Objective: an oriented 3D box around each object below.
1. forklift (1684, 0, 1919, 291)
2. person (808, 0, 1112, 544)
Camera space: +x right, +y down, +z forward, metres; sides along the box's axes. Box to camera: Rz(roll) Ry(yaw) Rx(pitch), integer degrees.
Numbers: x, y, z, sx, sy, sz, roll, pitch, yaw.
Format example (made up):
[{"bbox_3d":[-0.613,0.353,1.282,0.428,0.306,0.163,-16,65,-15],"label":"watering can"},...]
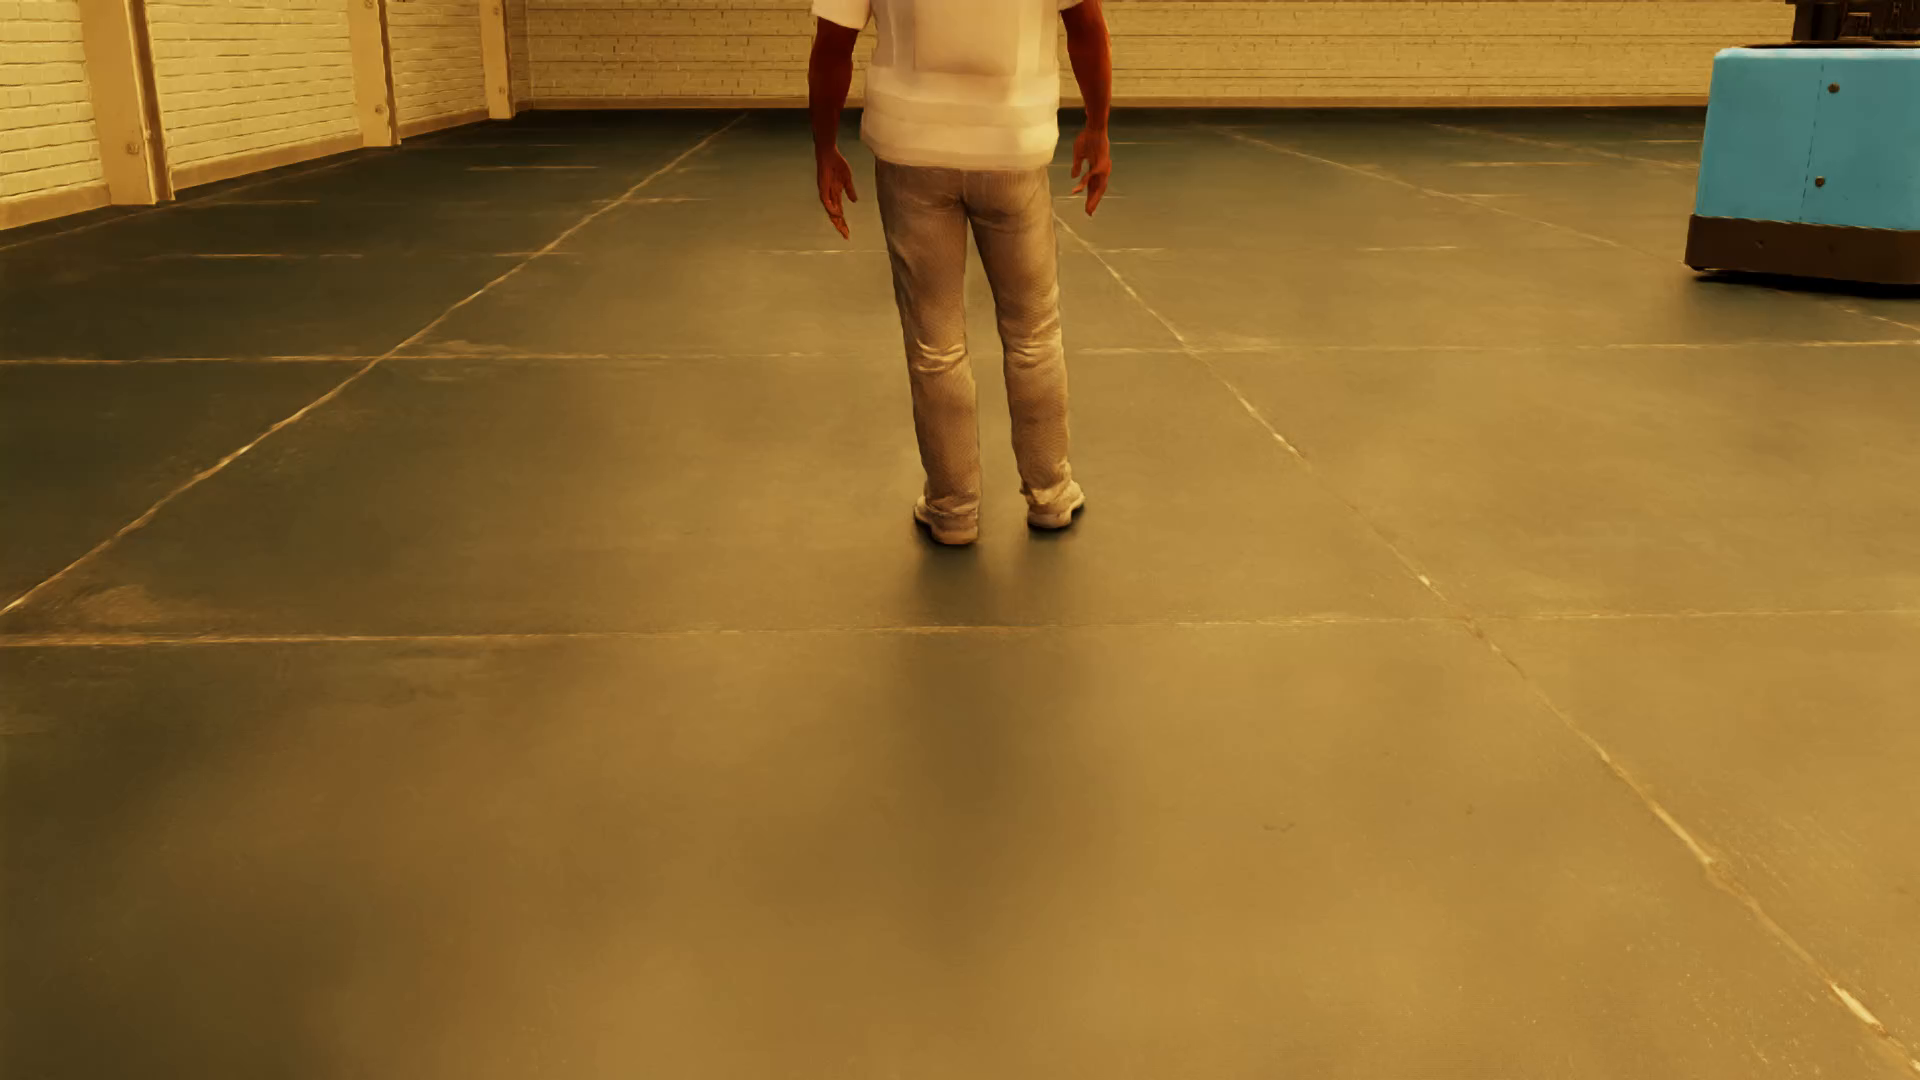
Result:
[{"bbox_3d":[4.880,-2.869,8.286,1.130,2.935,3.031,16,23,42],"label":"forklift"},{"bbox_3d":[0.002,-0.872,3.725,0.665,1.766,0.576,-1,17,-3],"label":"person"}]
